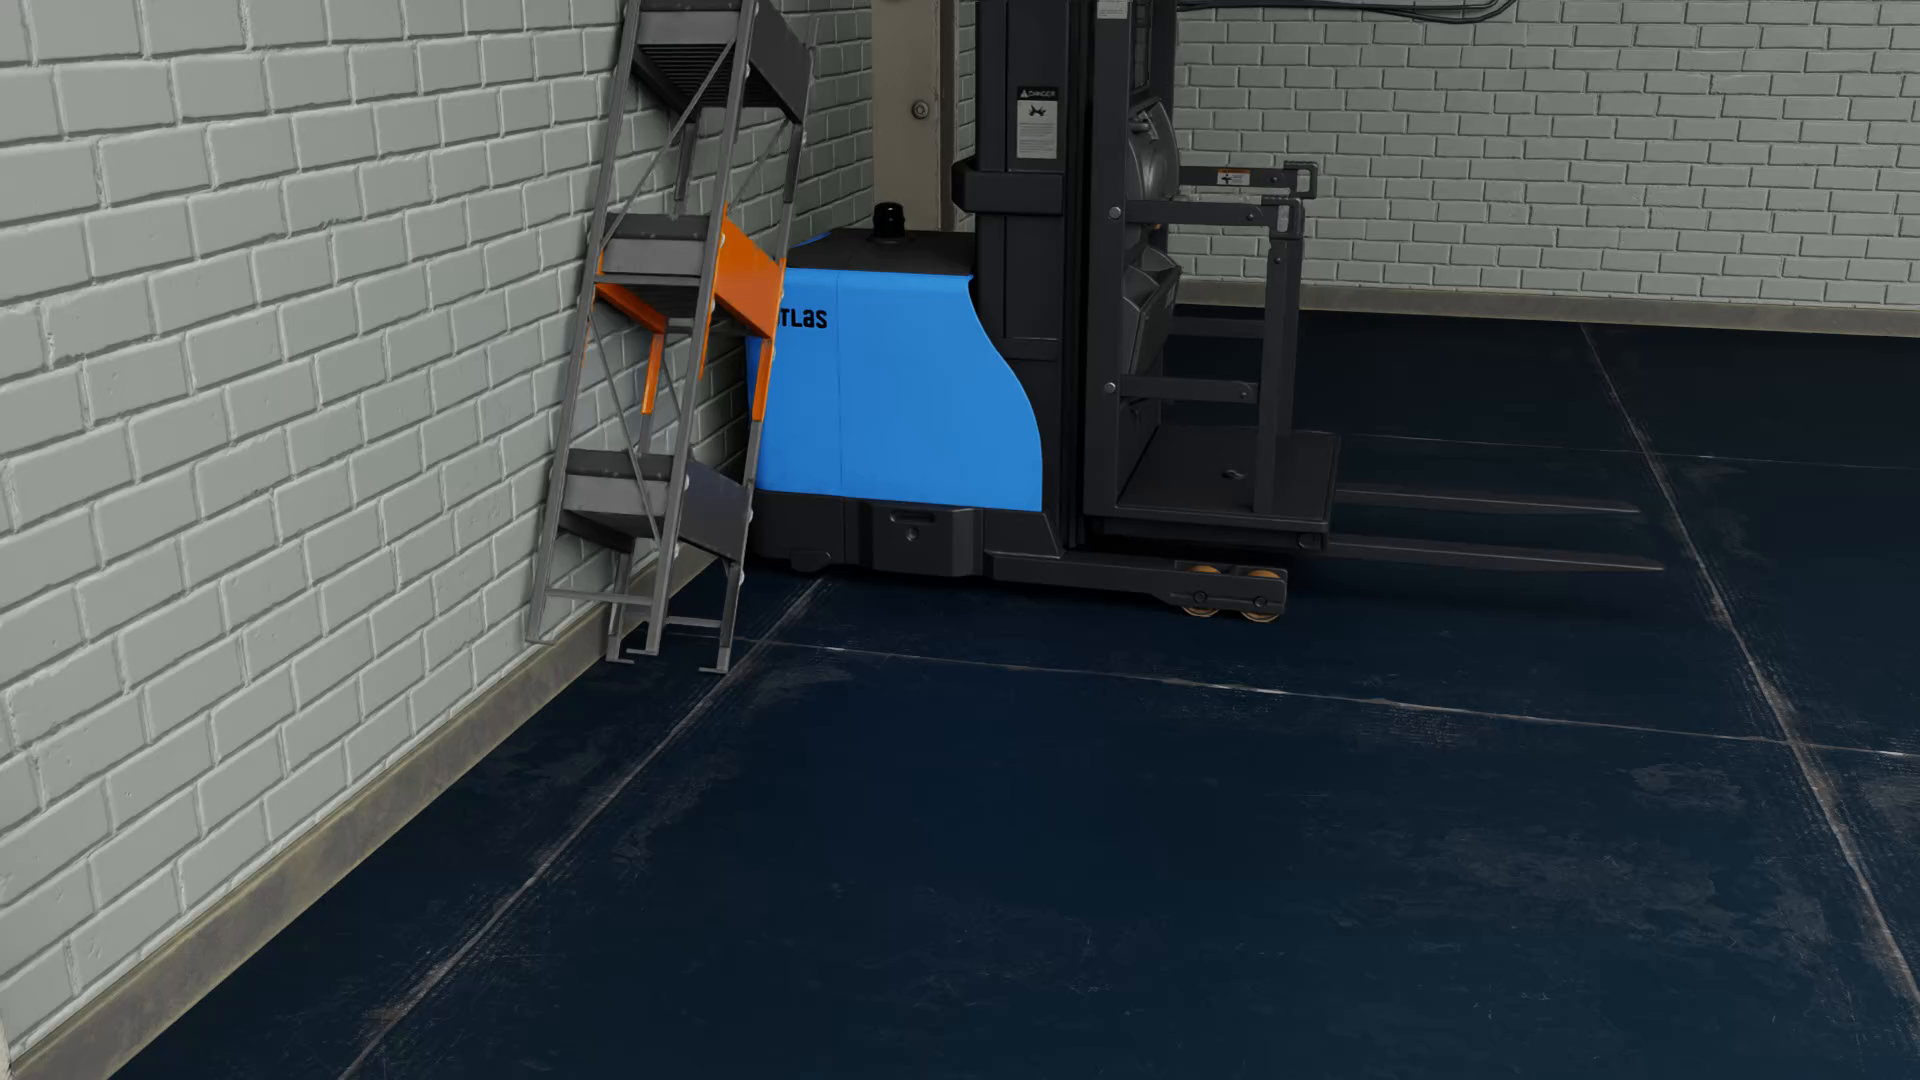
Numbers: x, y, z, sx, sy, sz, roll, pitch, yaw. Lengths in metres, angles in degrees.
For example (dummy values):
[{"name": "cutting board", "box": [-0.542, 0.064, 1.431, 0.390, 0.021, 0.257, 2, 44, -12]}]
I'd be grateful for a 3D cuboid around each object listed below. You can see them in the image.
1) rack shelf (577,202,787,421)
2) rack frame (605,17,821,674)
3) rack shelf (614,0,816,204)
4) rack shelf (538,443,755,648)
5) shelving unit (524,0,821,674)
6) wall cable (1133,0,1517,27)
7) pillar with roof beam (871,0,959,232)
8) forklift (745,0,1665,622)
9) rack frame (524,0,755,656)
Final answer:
[{"name": "rack shelf", "box": [-0.827, -0.674, 4.950, 0.431, 0.518, 0.480, 4, -9, 16]}, {"name": "rack frame", "box": [-0.763, -0.645, 5.184, 0.400, 2.100, 0.015, 4, -9, 16]}, {"name": "rack shelf", "box": [-0.743, -1.361, 5.056, 0.431, 0.518, 0.480, 4, -9, 16]}, {"name": "rack shelf", "box": [-0.911, 0.012, 4.845, 0.431, 0.518, 0.480, 4, -9, 16]}, {"name": "shelving unit", "box": [-0.826, -0.688, 4.952, 0.431, 2.100, 0.503, 4, -9, 16]}, {"name": "wall cable", "box": [1.800, -4.253, 9.520, 3.097, 2.526, 0.112, 5, 19, 13]}, {"name": "pillar with roof beam", "box": [3.973, -4.563, 5.625, 9.100, 9.000, 0.400, 5, 19, 13]}, {"name": "forklift", "box": [0.832, -1.309, 5.486, 3.031, 2.935, 1.130, 5, 19, 13]}, {"name": "rack frame", "box": [-0.888, -0.731, 4.720, 0.400, 2.100, 0.015, 4, -9, 16]}]
